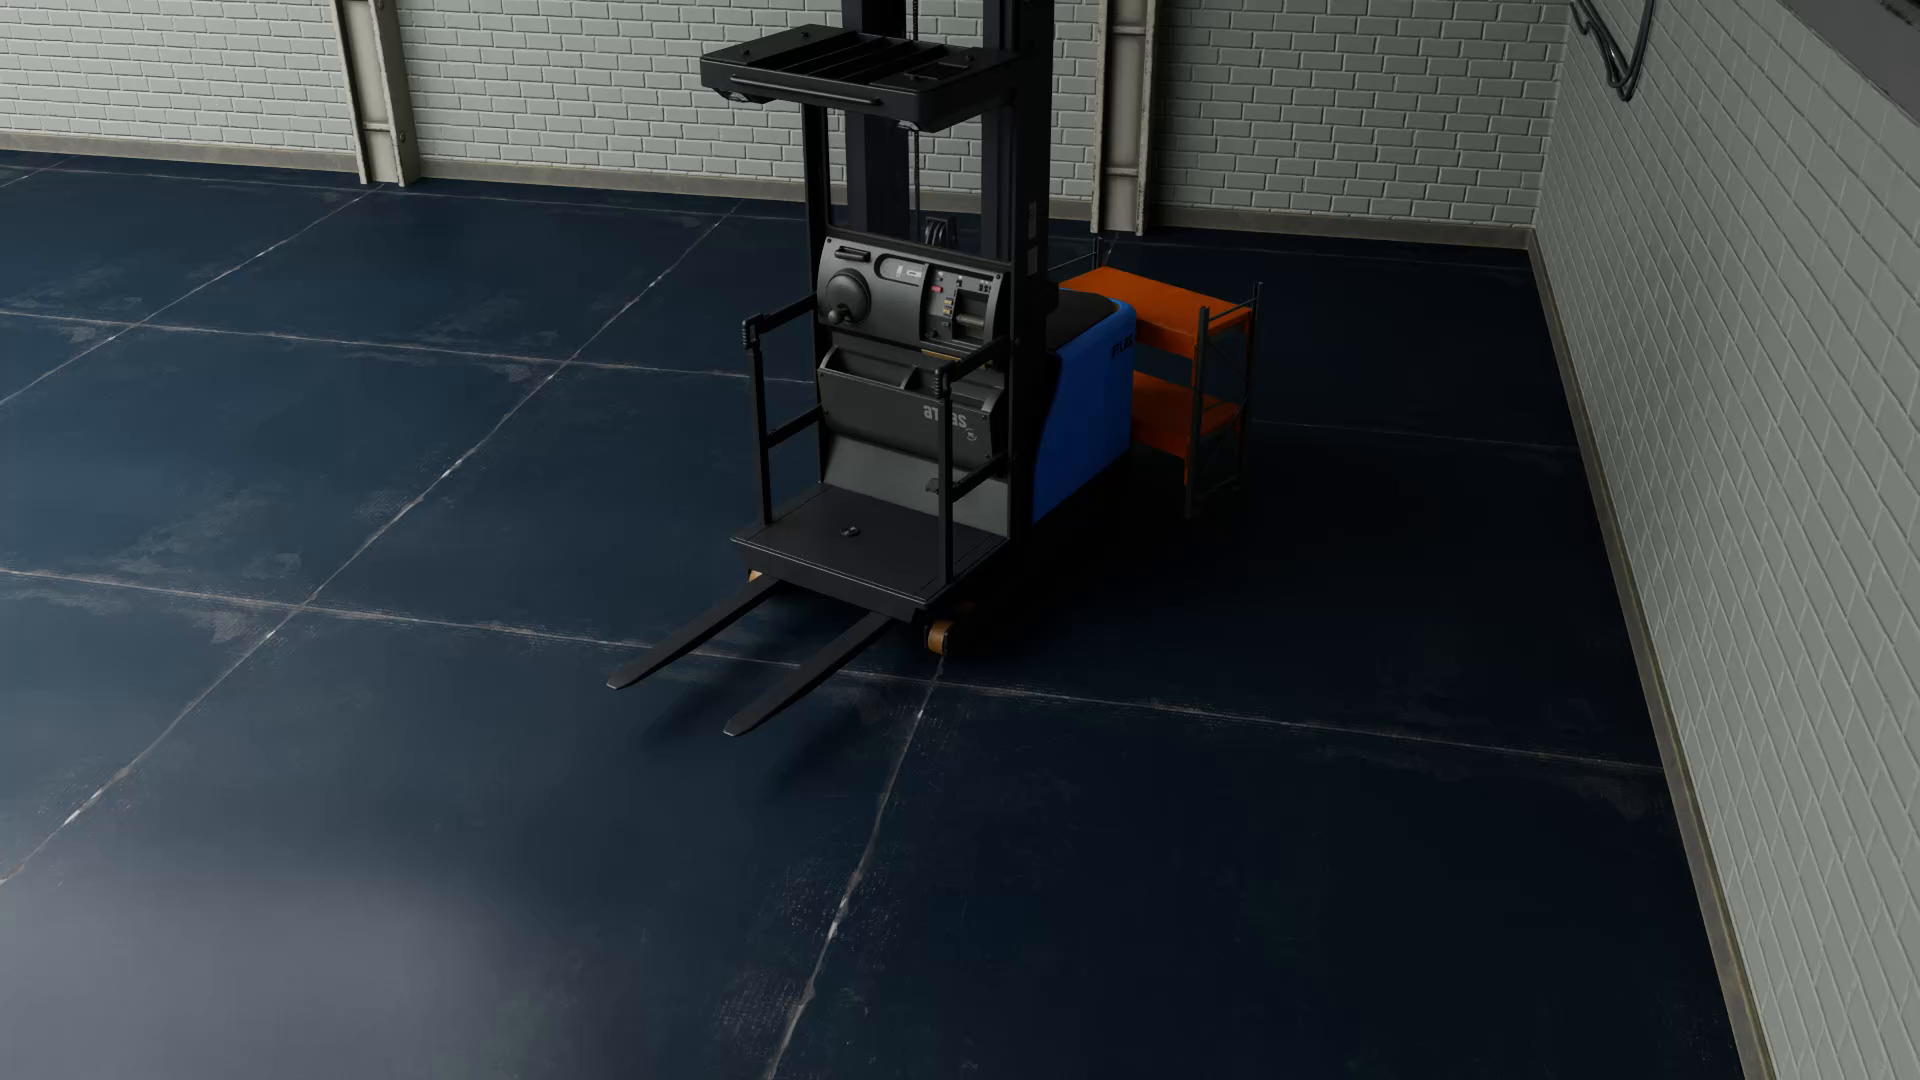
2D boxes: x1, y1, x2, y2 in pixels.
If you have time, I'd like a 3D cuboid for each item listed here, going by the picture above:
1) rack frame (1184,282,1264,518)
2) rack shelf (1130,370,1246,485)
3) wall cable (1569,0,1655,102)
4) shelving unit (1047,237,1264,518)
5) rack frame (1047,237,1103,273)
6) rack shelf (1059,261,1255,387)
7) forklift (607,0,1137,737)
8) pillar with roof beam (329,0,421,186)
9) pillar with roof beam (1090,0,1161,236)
[{"bbox_3d":[1.323,-0.696,8.350,0.032,1.125,0.500,24,37,37],"label":"rack frame"},{"bbox_3d":[0.952,-0.648,8.772,1.000,0.278,0.538,24,37,37],"label":"rack shelf"},{"bbox_3d":[3.809,-4.027,9.468,0.112,2.526,3.097,6,29,11],"label":"wall cable"},{"bbox_3d":[0.952,-0.863,8.655,1.048,1.125,0.538,24,37,37],"label":"shelving unit"},{"bbox_3d":[0.581,-1.030,8.959,0.032,1.125,0.500,24,37,37],"label":"rack frame"},{"bbox_3d":[0.952,-1.120,8.514,1.000,0.278,0.538,24,37,37],"label":"rack shelf"},{"bbox_3d":[-0.336,-1.032,7.083,1.130,2.935,3.031,17,33,28],"label":"forklift"},{"bbox_3d":[-5.563,-4.885,7.802,0.400,9.000,9.100,6,29,11],"label":"pillar with roof beam"},{"bbox_3d":[0.305,-4.283,6.703,0.400,9.000,9.100,6,29,11],"label":"pillar with roof beam"}]
